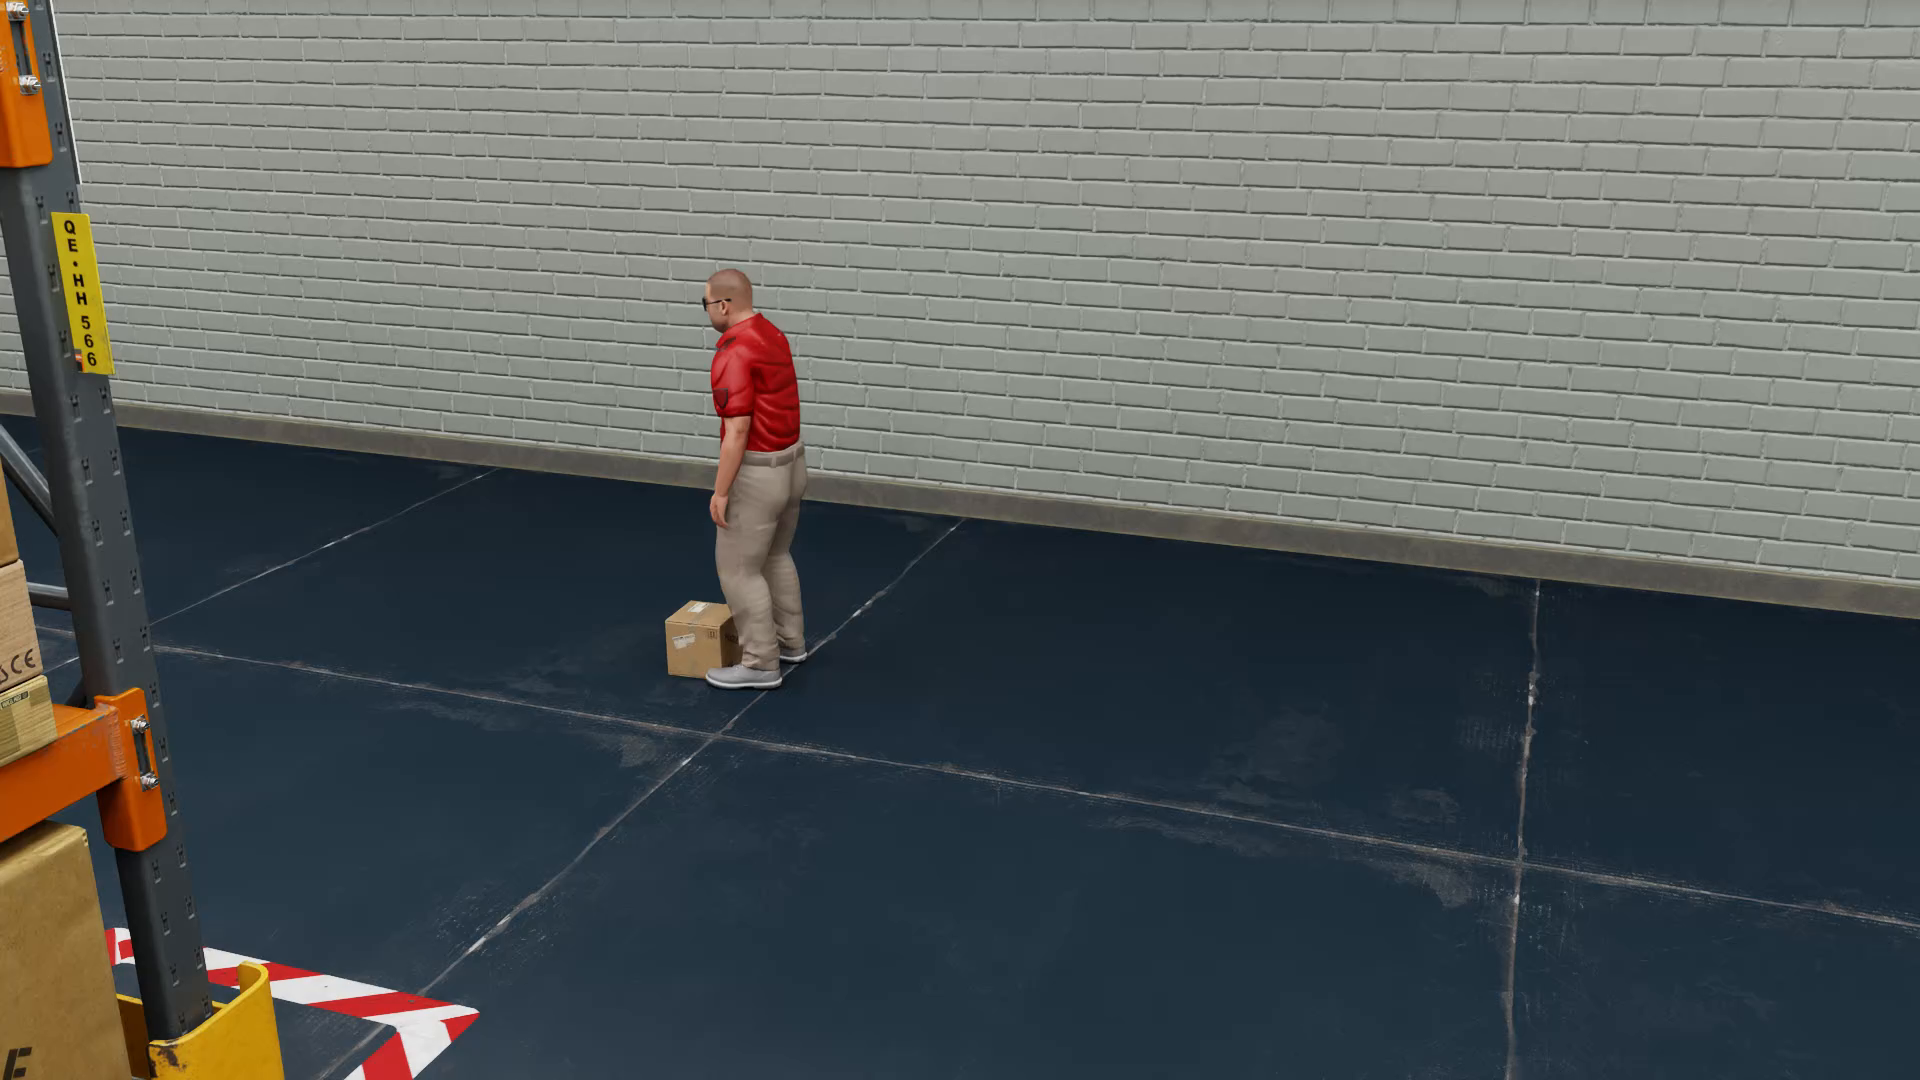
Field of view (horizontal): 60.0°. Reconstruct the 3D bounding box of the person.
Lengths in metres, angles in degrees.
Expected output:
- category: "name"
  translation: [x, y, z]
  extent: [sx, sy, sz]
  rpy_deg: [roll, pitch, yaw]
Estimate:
- category: "person"
  translation: [-0.846, -0.249, 6.825]
  extent: [0.390, 1.727, 0.586]
  rpy_deg: [6, 19, 18]
